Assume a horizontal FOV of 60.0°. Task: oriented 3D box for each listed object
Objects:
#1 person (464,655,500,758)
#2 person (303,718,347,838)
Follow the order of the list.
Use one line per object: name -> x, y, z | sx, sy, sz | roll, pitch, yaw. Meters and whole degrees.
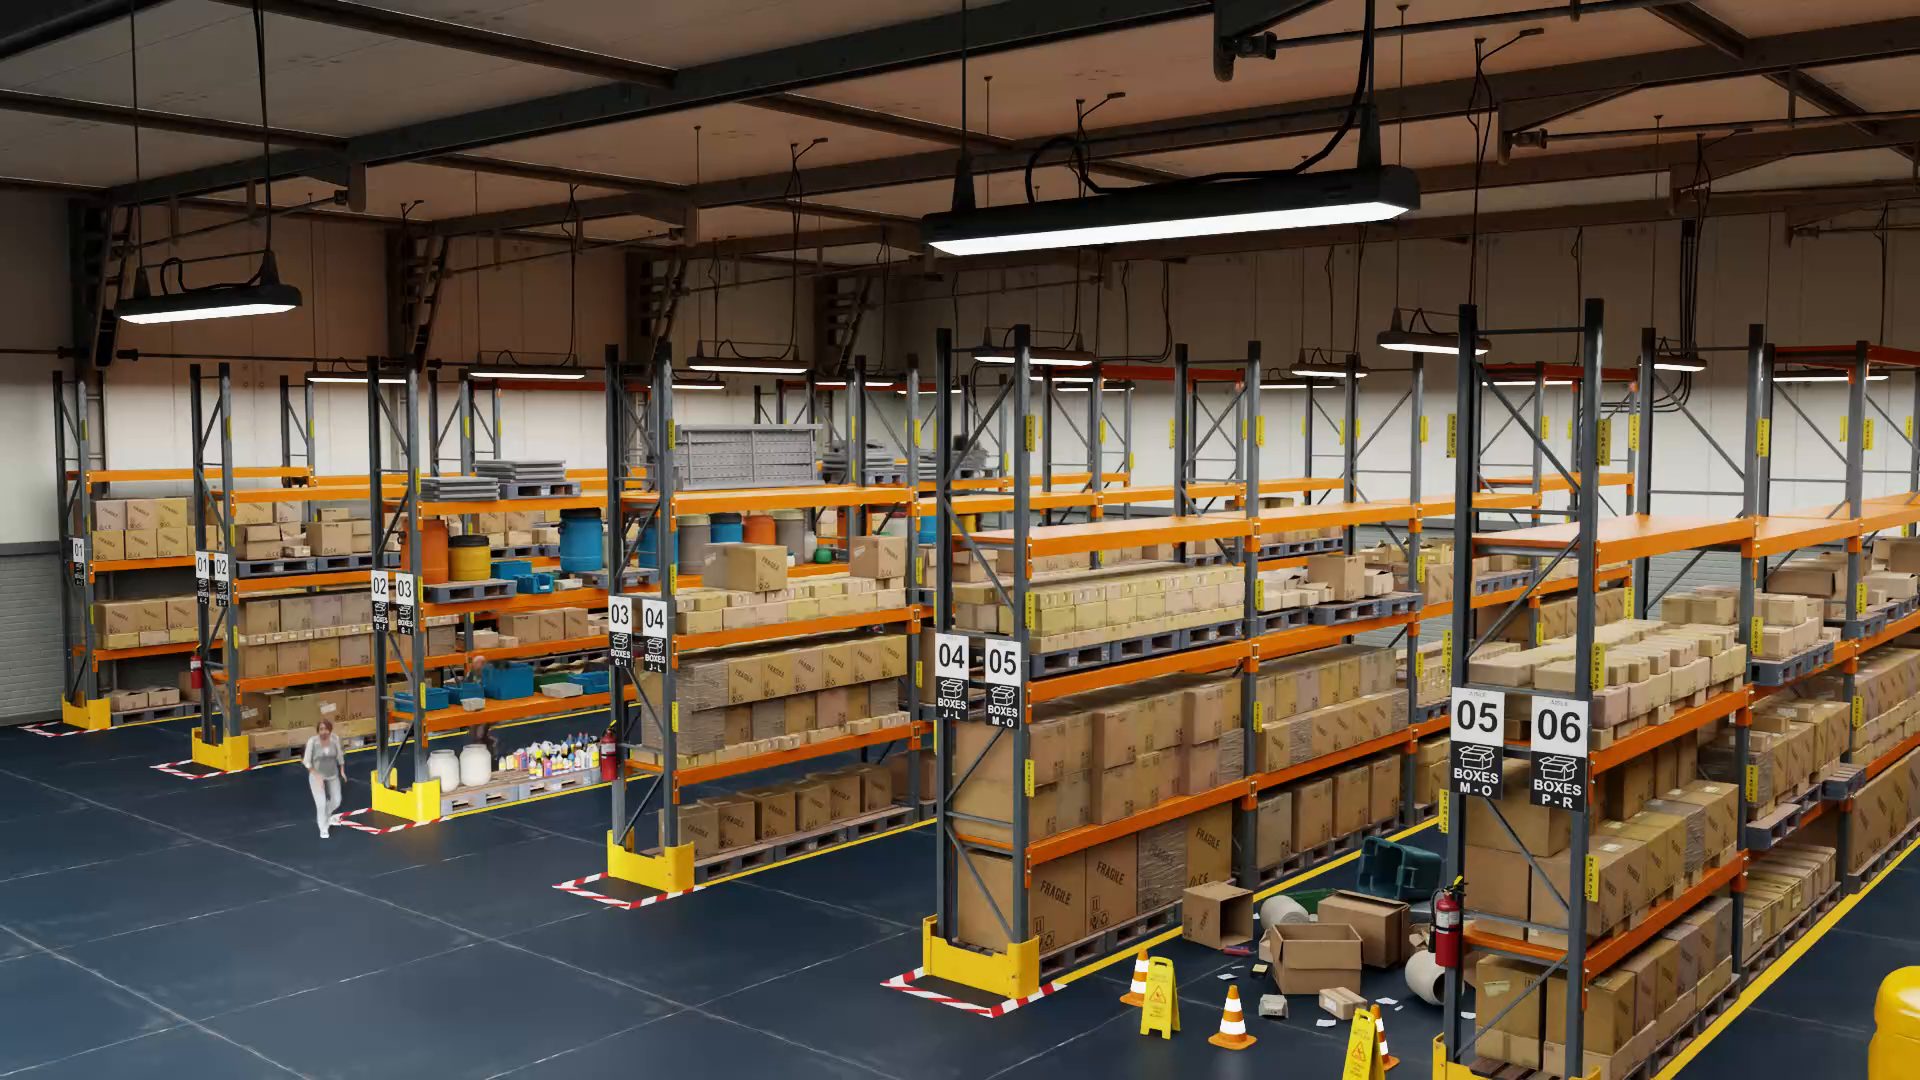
person -> -7.086, 2.543, 24.866 | 0.694, 1.687, 0.582 | 2, 4, 23
person -> -7.878, 2.923, 20.549 | 0.510, 1.522, 0.685 | -3, 5, -38
